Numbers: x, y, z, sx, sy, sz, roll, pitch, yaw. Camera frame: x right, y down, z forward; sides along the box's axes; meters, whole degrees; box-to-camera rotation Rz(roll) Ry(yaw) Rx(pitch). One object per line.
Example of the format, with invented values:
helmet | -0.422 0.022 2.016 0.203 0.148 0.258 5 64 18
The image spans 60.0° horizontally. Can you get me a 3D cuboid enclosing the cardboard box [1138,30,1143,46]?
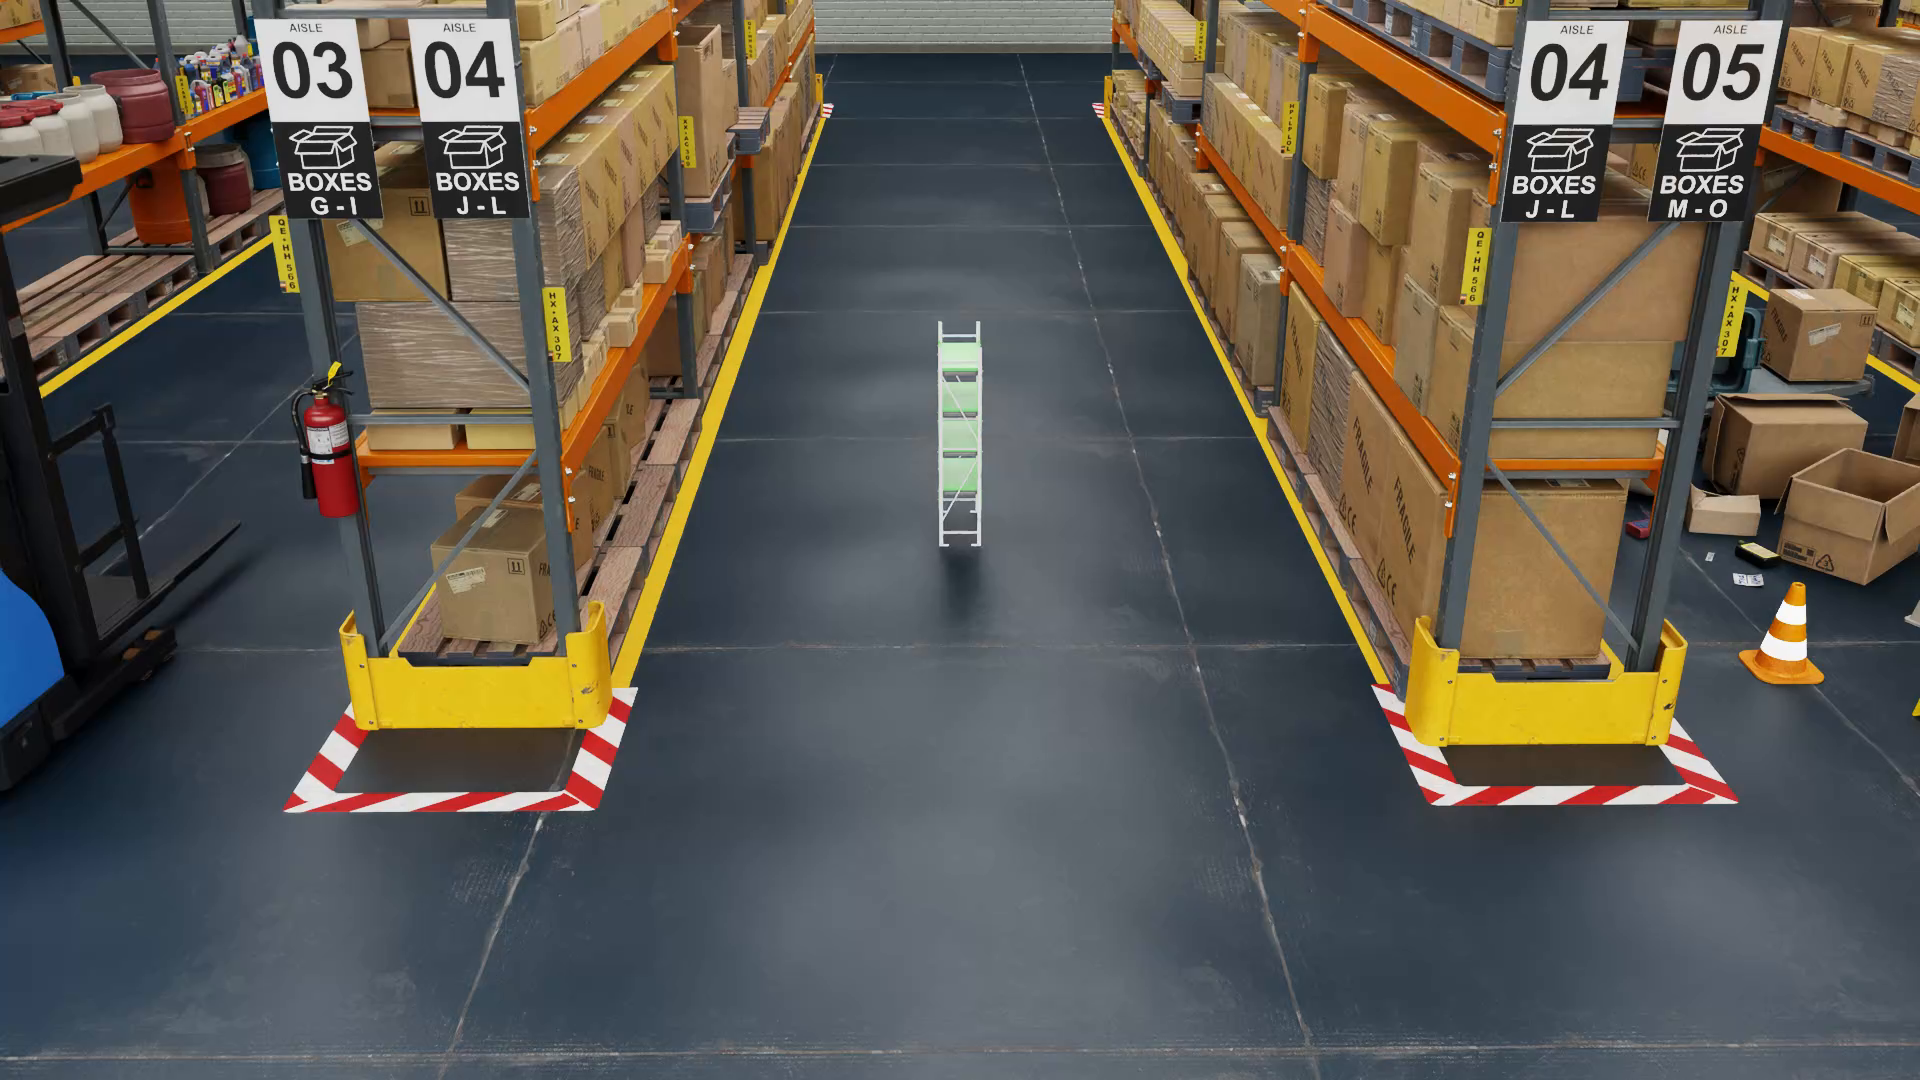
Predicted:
cardboard box | 2.111 -5.358 17.751 0.380 0.149 0.250 -1 24 -3

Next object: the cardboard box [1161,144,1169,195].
cardboard box | 2.336 -3.758 16.943 0.500 0.500 0.500 0 24 0

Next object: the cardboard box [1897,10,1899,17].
cardboard box | 12.213 -6.825 21.506 0.380 0.149 0.250 0 24 1

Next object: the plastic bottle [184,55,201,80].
plastic bottle | -7.711 -4.716 16.688 0.152 0.276 0.135 0 24 -1

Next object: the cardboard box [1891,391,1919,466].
cardboard box | 6.253 -0.627 10.527 0.500 0.500 0.500 19 30 35

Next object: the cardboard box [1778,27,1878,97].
cardboard box | 7.332 -4.047 14.066 0.500 0.500 0.500 -1 24 -2

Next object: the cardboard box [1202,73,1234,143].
cardboard box | 2.345 -3.656 14.073 0.500 0.500 0.500 0 24 0

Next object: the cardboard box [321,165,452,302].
cardboard box | -2.517 -1.382 7.470 0.500 0.500 0.500 0 24 -1

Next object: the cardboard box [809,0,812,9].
cardboard box | -2.168 -6.981 21.367 0.500 0.250 0.500 -1 24 -1

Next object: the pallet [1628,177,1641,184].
pallet | 7.599 -3.921 18.163 1.003 0.211 1.213 0 24 -1

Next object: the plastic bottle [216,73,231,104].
plastic bottle | -6.949 -4.262 15.674 0.061 0.283 0.133 0 24 -1

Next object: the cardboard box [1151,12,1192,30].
cardboard box | 2.124 -5.200 16.680 0.380 0.149 0.250 0 24 -1

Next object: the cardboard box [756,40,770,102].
cardboard box | -2.101 -4.487 15.909 0.500 0.500 0.500 -1 24 -2

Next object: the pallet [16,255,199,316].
pallet | -7.334 -2.204 14.367 1.003 0.211 1.213 0 24 -1

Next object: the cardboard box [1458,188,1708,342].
cardboard box | 2.732 -1.214 7.301 0.875 0.550 0.550 0 24 -1

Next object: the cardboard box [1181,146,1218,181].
cardboard box | 2.340 -3.472 15.400 0.500 0.250 0.500 -1 24 -2

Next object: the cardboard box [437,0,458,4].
cardboard box | -2.068 -2.325 7.309 0.380 0.149 0.250 -1 24 -2

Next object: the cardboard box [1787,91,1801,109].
cardboard box | 7.376 -3.803 14.314 0.380 0.149 0.250 -2 24 -4

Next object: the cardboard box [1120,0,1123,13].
cardboard box | 2.282 -6.868 20.813 0.500 0.500 0.500 0 24 0

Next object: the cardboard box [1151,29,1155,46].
cardboard box | 2.127 -5.062 16.736 0.380 0.149 0.250 1 24 2

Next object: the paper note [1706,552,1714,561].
paper note | 4.297 0.096 9.526 0.032 0.001 0.123 13 27 27

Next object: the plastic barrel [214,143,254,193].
plastic barrel | -7.434 -3.751 16.913 0.421 0.512 0.421 0 24 0

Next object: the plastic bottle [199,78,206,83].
plastic bottle | -7.025 -4.153 15.449 0.097 0.271 0.097 0 24 0

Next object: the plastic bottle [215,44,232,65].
plastic bottle | -7.719 -5.042 17.410 0.152 0.276 0.135 0 24 -1

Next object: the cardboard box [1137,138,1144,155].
cardboard box | 2.221 -4.498 19.004 0.380 0.149 0.250 0 24 0

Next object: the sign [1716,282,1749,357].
sign | 3.252 -0.931 7.022 0.100 0.325 0.005 0 24 -1

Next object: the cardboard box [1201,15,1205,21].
cardboard box | 2.768 -5.494 17.693 0.380 0.149 0.250 0 24 1

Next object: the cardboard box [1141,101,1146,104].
cardboard box | 2.325 -5.069 19.546 0.380 0.149 0.250 1 24 1

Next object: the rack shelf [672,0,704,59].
rack shelf | -2.329 -4.031 12.256 1.077 0.370 4.000 0 24 -1

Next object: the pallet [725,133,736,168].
pallet | -2.288 -2.913 12.784 1.003 0.211 1.213 0 24 -1

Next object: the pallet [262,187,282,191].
pallet | -7.381 -3.854 18.014 1.003 0.211 1.213 0 24 -1

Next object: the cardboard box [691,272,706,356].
cardboard box | -2.279 -1.679 12.322 0.700 0.500 0.500 0 24 -1

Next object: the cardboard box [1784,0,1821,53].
cardboard box | 7.291 -4.574 14.888 0.500 0.500 0.500 -1 24 -2

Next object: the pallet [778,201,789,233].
pallet | -2.295 -3.372 16.950 1.003 0.211 1.213 0 24 -1

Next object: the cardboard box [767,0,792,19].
cardboard box | -2.144 -6.072 18.446 0.500 0.500 0.500 0 24 -1

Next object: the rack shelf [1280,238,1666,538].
rack shelf | 2.675 -0.997 9.187 1.077 0.370 4.000 0 24 -1

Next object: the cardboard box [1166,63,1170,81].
cardboard box | 2.142 -4.386 15.603 0.380 0.149 0.250 -1 24 -1

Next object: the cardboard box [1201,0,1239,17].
cardboard box | 2.766 -5.629 17.628 0.380 0.149 0.250 1 24 2

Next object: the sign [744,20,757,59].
sign | -1.808 -4.314 14.340 0.100 0.325 0.005 0 24 -1

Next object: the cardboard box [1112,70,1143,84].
cardboard box | 2.189 -6.039 21.691 0.380 0.149 0.250 -1 24 -3

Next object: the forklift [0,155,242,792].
forklift | -4.566 -0.638 7.603 1.130 2.935 3.031 2 24 5

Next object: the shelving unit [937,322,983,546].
shelving unit | -0.002 -0.615 9.654 0.258 1.200 0.503 0 24 -1

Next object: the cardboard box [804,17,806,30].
cardboard box | -2.089 -6.325 20.400 0.380 0.149 0.250 0 24 0

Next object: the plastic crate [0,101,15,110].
plastic crate | -7.592 -3.156 13.010 0.402 0.464 0.583 0 24 -1

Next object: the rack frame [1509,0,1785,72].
rack frame | 2.697 -3.234 5.980 1.000 3.000 0.127 0 24 -1

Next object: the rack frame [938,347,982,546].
rack frame | 0.001 -0.514 9.431 0.240 1.200 0.015 0 24 -1

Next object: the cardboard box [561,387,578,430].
cardboard box | -2.012 -0.627 7.801 0.380 0.149 0.250 0 24 -1

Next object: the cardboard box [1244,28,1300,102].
cardboard box | 2.619 -3.693 12.941 0.700 0.500 0.500 -1 24 -1

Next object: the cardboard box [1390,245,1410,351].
cardboard box | 2.739 -1.179 8.535 0.875 0.550 0.550 0 24 -1

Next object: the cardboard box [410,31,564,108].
cardboard box | -2.010 -2.018 7.113 0.500 0.250 0.500 0 24 1

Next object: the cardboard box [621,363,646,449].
cardboard box | -2.329 -0.819 10.445 0.500 0.500 0.500 8 25 16

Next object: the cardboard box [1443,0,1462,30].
cardboard box | 2.349 -2.335 7.306 0.380 0.149 0.250 0 24 0

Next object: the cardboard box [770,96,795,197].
cardboard box | -2.357 -4.056 17.146 1.225 0.875 0.875 -1 24 -2

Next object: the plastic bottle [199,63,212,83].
plastic bottle | -7.586 -4.690 16.722 0.097 0.201 0.097 0 24 0

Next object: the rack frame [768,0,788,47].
rack frame | -2.395 -5.464 18.192 1.000 3.000 0.127 0 24 -1
